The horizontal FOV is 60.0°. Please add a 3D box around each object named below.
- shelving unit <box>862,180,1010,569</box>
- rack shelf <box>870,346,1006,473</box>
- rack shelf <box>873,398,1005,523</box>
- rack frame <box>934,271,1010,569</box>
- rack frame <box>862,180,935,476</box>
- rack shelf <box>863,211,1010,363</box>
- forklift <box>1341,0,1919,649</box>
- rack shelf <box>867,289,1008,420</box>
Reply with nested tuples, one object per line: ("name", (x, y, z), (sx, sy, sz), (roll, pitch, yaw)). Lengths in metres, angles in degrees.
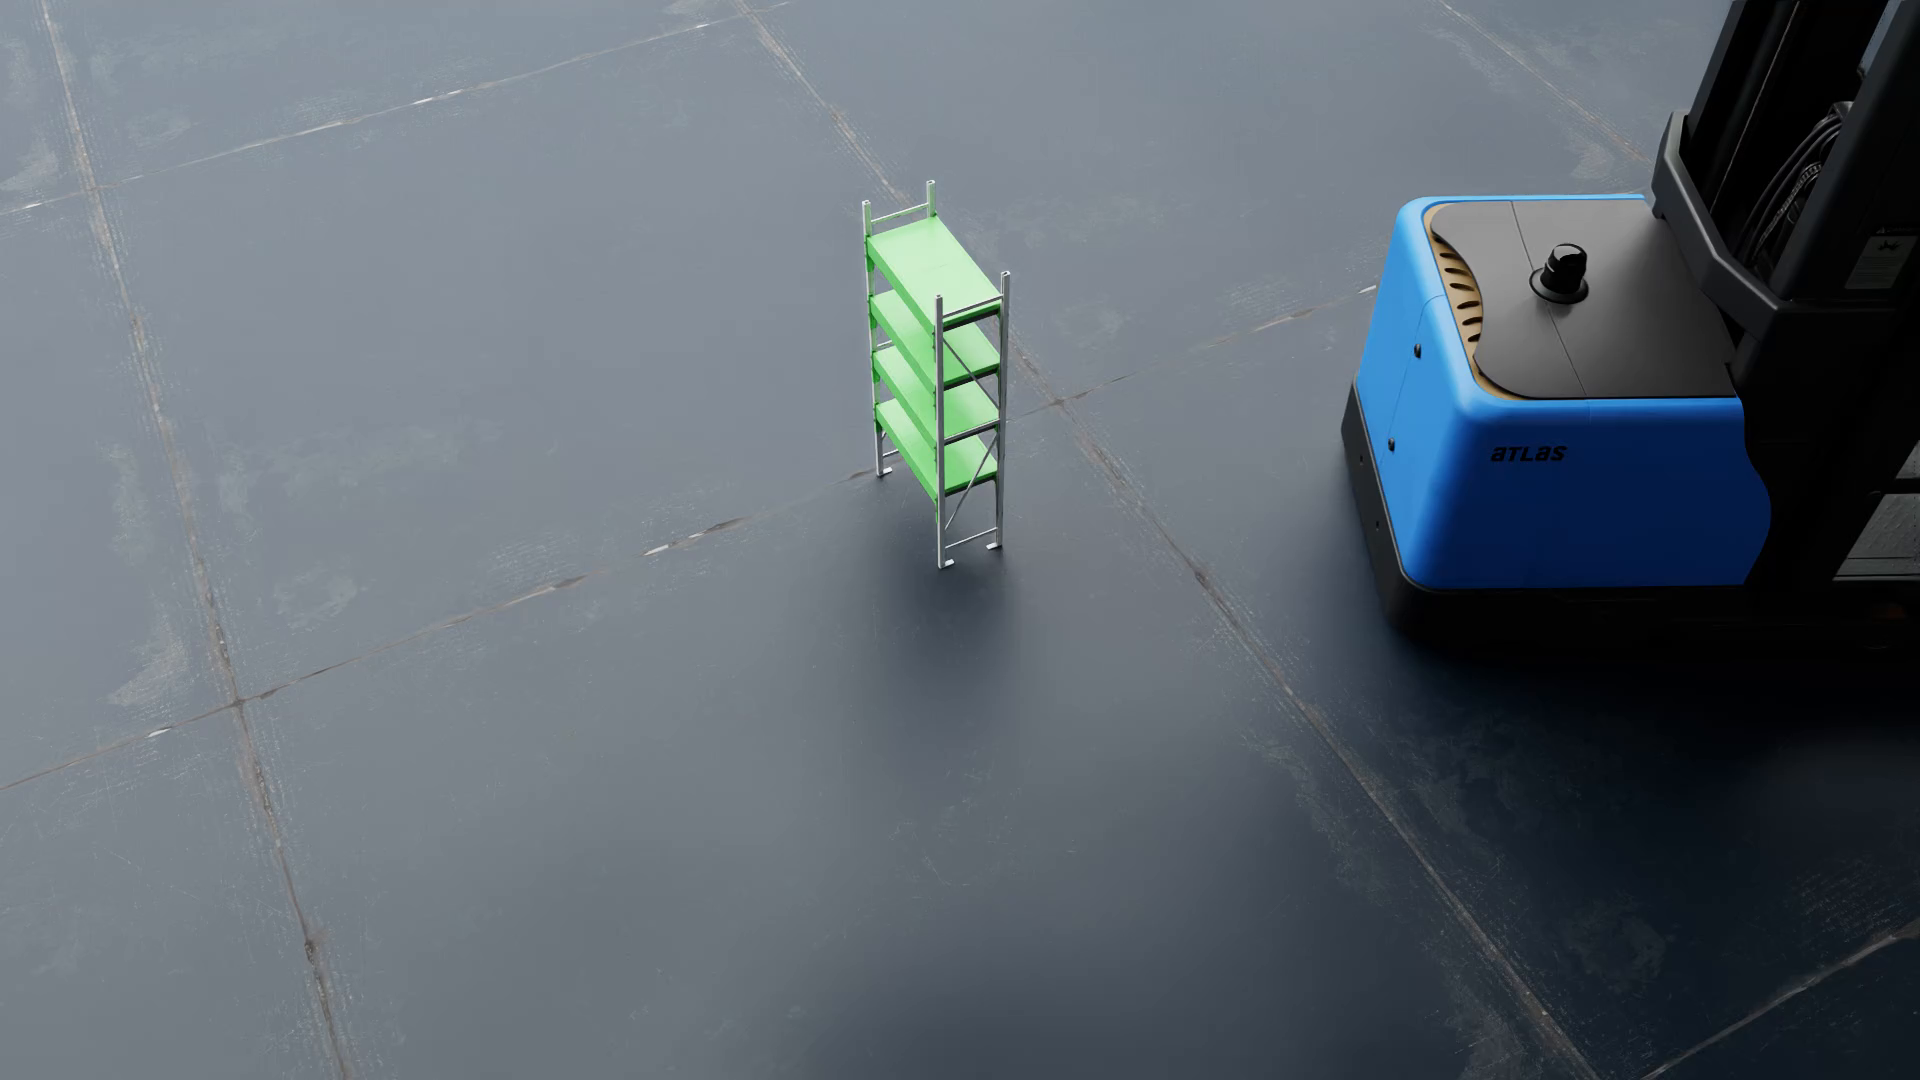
("shelving unit", (-0.076, -0.506, 5.395), (0.258, 1.200, 0.503), (-21, 52, -18))
("rack shelf", (-0.076, -0.464, 5.443), (0.258, 0.148, 0.480), (-21, 52, -18))
("rack shelf", (-0.076, -0.306, 5.624), (0.258, 0.148, 0.480), (-21, 52, -18))
("rack frame", (0.036, -0.342, 5.252), (0.240, 1.200, 0.015), (-21, 52, -18))
("rack frame", (-0.187, -0.669, 5.538), (0.240, 1.200, 0.015), (-21, 52, -18))
("rack shelf", (-0.076, -0.780, 5.082), (0.258, 0.148, 0.480), (-21, 52, -18))
("forklift", (2.897, -1.011, 4.687), (3.031, 2.935, 1.130), (-1, 49, -1))
("rack shelf", (-0.076, -0.622, 5.263), (0.258, 0.148, 0.480), (-21, 52, -18))
